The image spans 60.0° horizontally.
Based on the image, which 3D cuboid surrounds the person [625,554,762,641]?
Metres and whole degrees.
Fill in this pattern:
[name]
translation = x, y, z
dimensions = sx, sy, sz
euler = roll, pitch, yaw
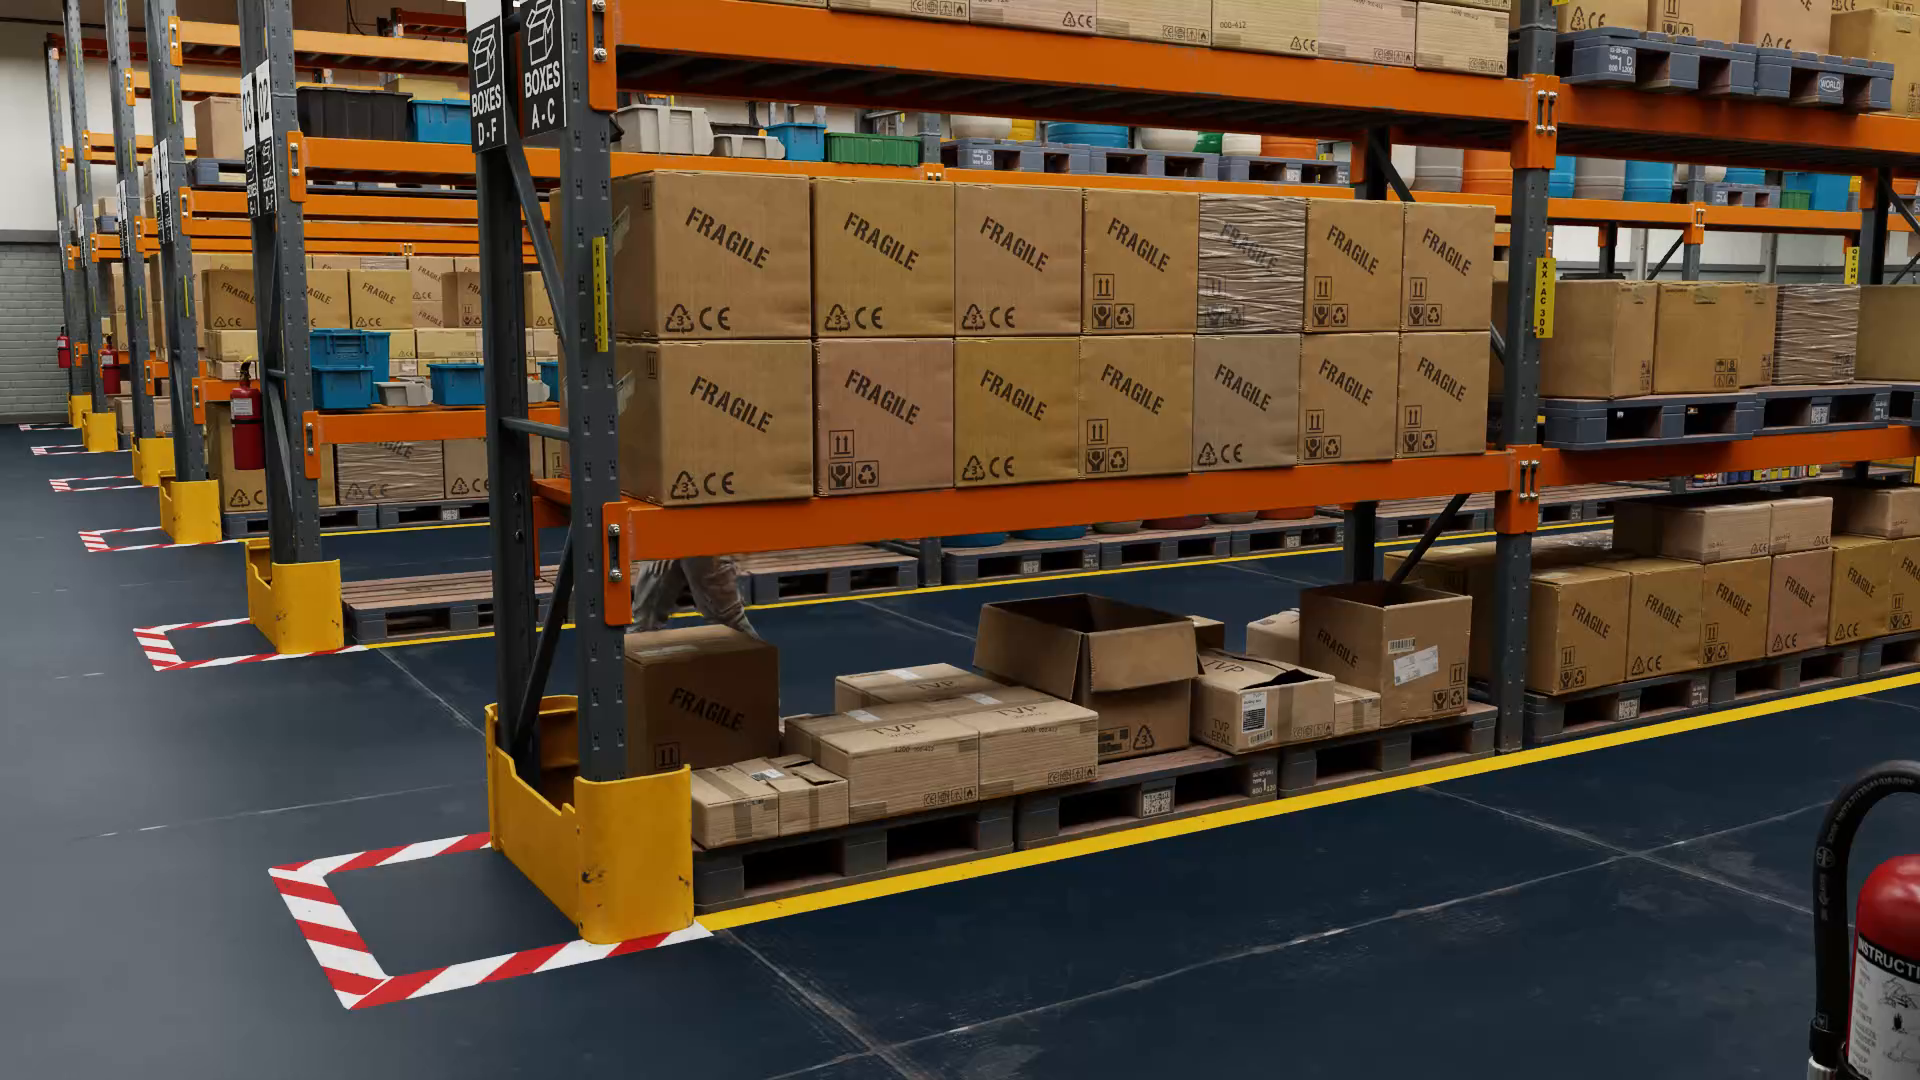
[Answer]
[person]
translation = -1.265, -0.015, 7.225
dimensions = 0.965, 1.733, 0.599
euler = -5, 9, -29
